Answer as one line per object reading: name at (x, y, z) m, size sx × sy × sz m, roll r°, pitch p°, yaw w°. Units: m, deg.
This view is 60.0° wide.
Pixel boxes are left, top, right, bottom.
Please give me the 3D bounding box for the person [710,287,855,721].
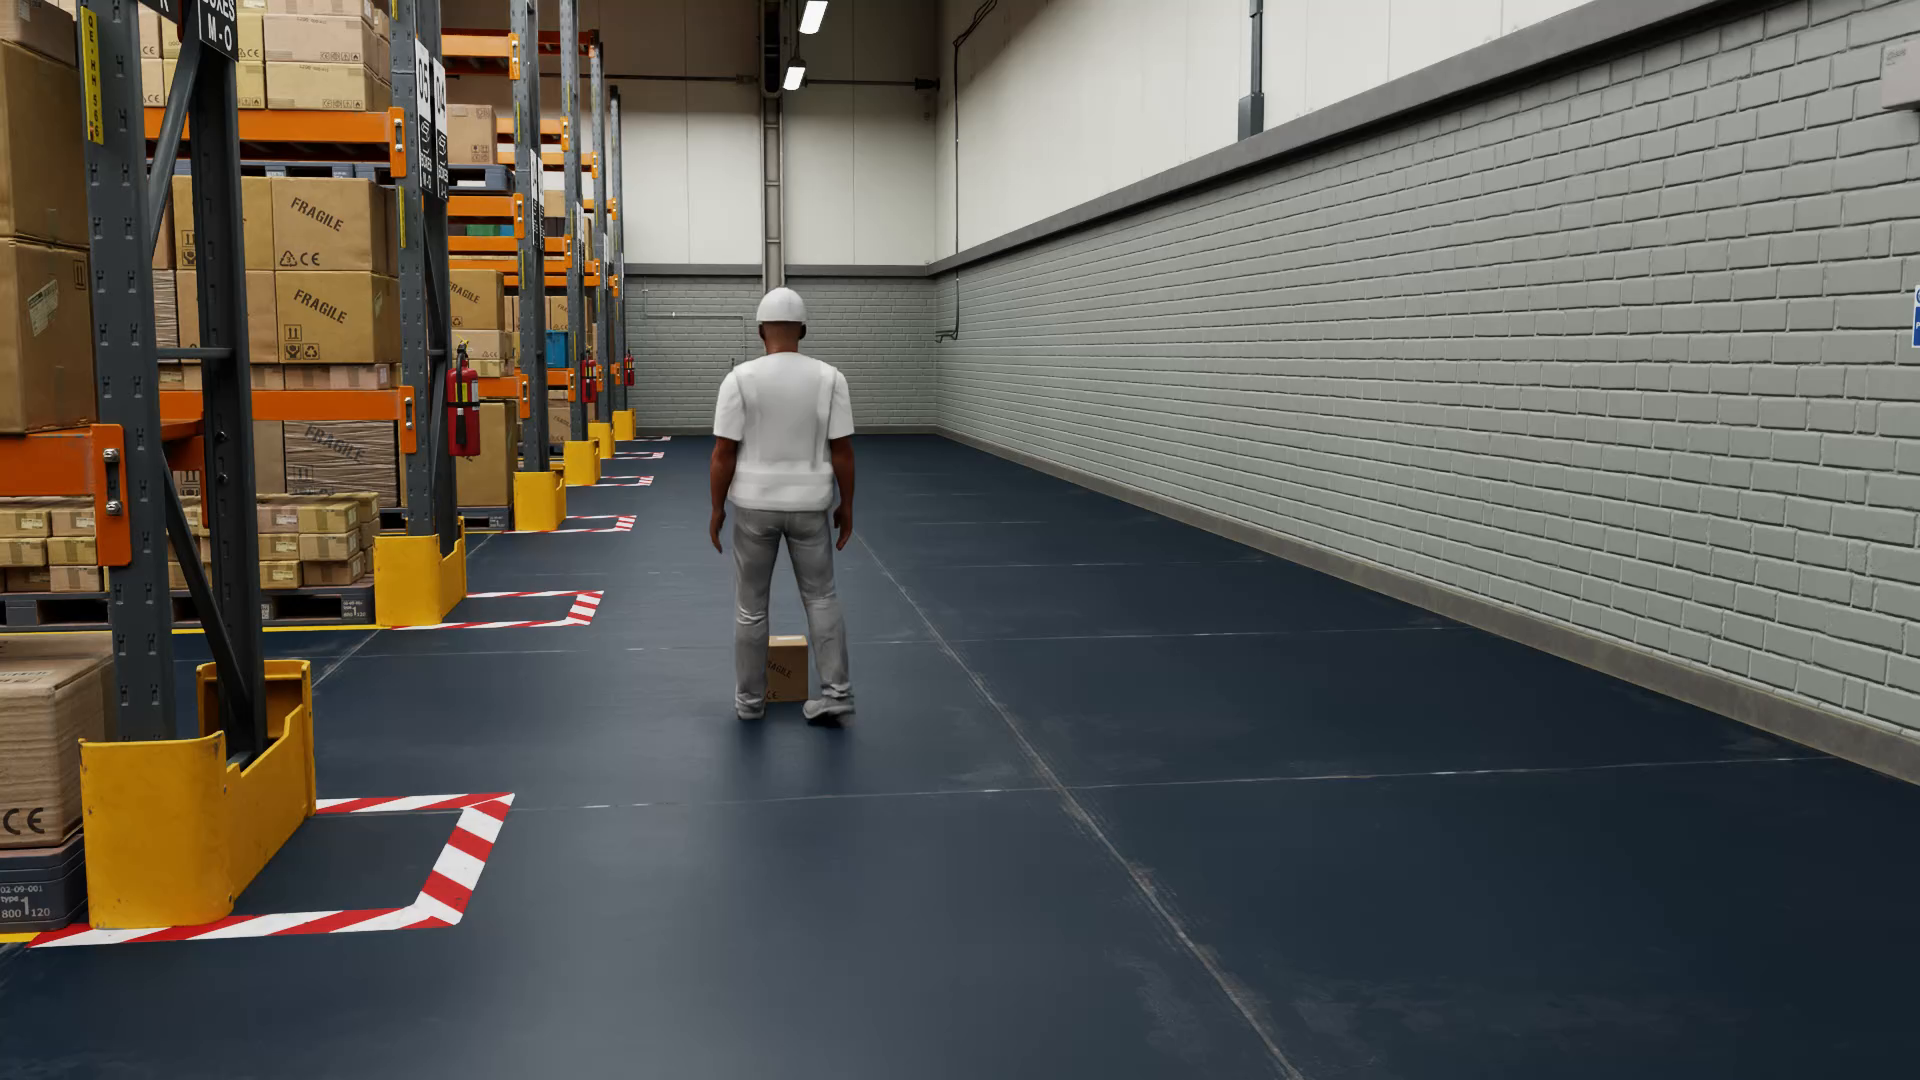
person at (-0.736, -0.139, 6.809) m, size 0.587 × 1.767 × 0.547 m, roll -2°, pitch 7°, yaw -14°
